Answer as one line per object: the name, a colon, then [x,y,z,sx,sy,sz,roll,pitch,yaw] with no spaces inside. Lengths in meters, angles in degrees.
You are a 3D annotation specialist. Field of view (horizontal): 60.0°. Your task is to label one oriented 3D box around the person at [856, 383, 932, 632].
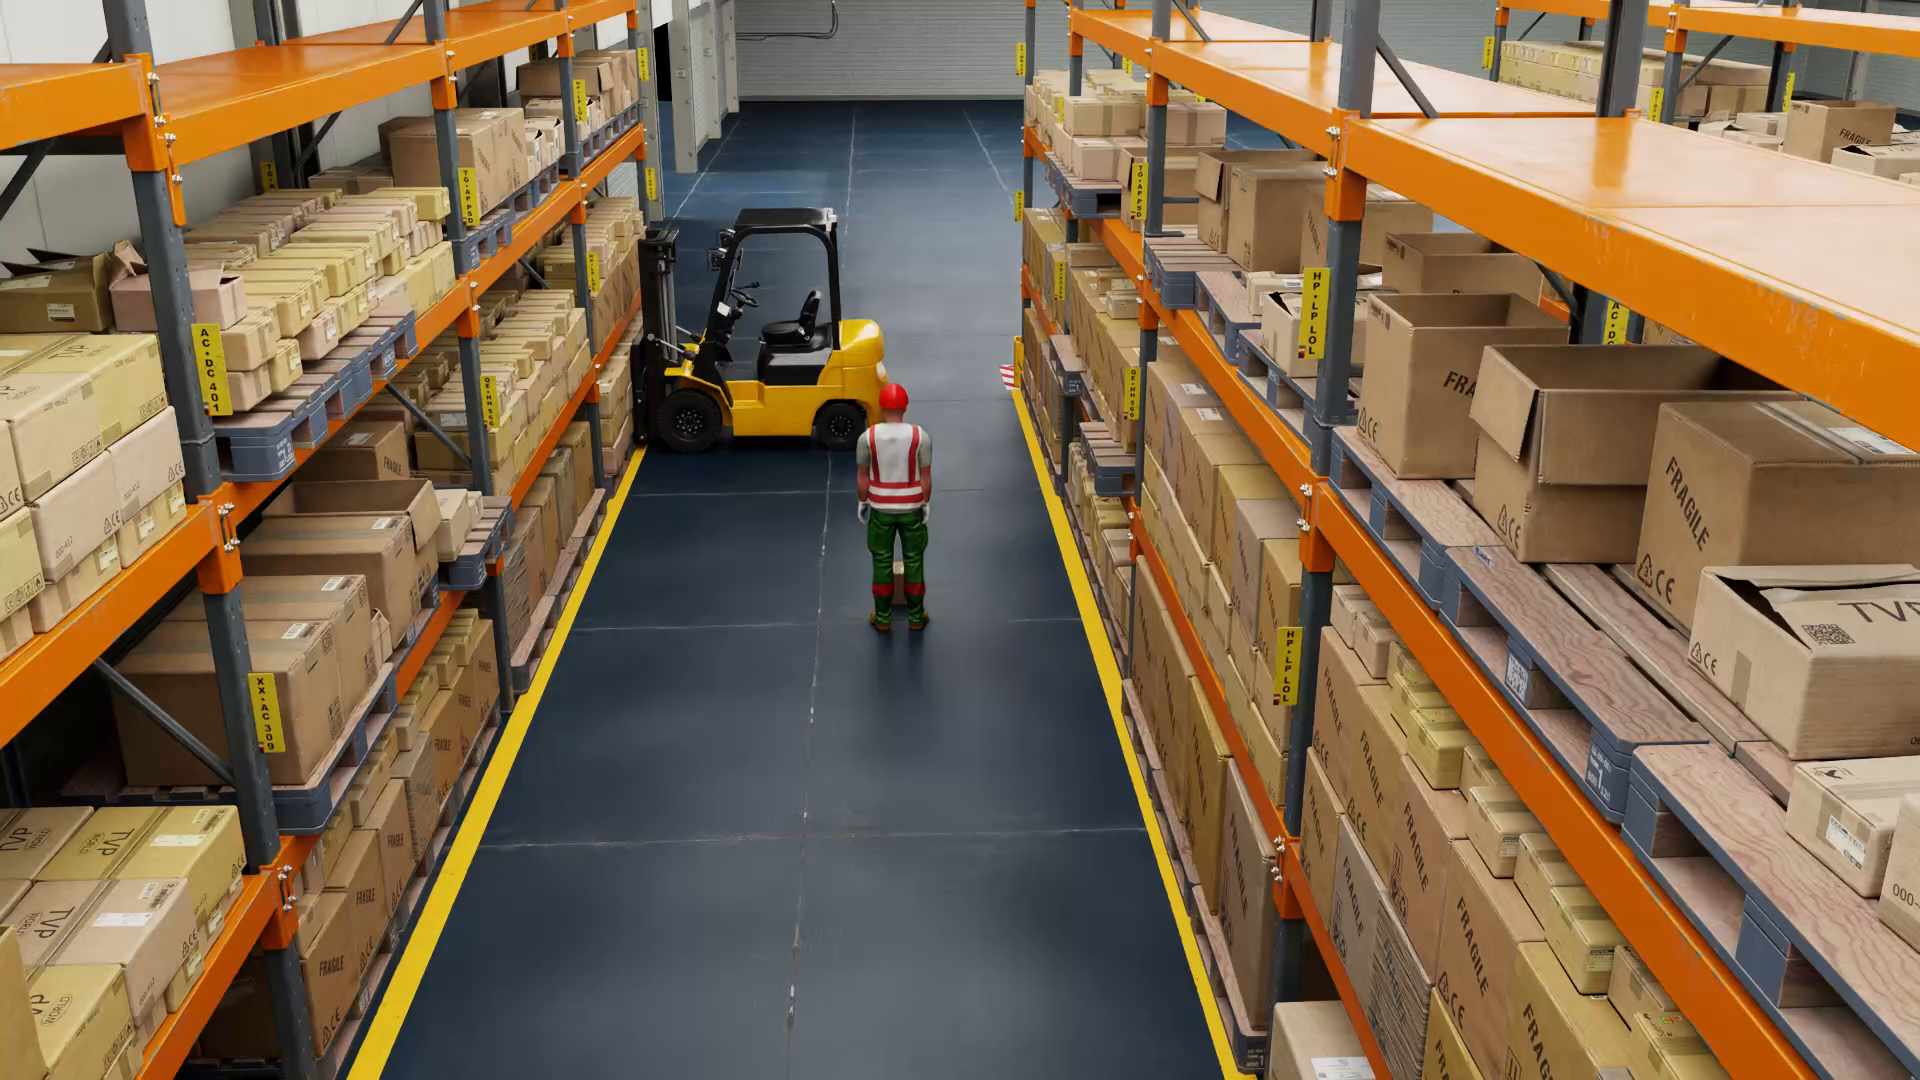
person: [-0.456,-0.233,11.670,0.526,1.789,0.332,0,20,-1]
